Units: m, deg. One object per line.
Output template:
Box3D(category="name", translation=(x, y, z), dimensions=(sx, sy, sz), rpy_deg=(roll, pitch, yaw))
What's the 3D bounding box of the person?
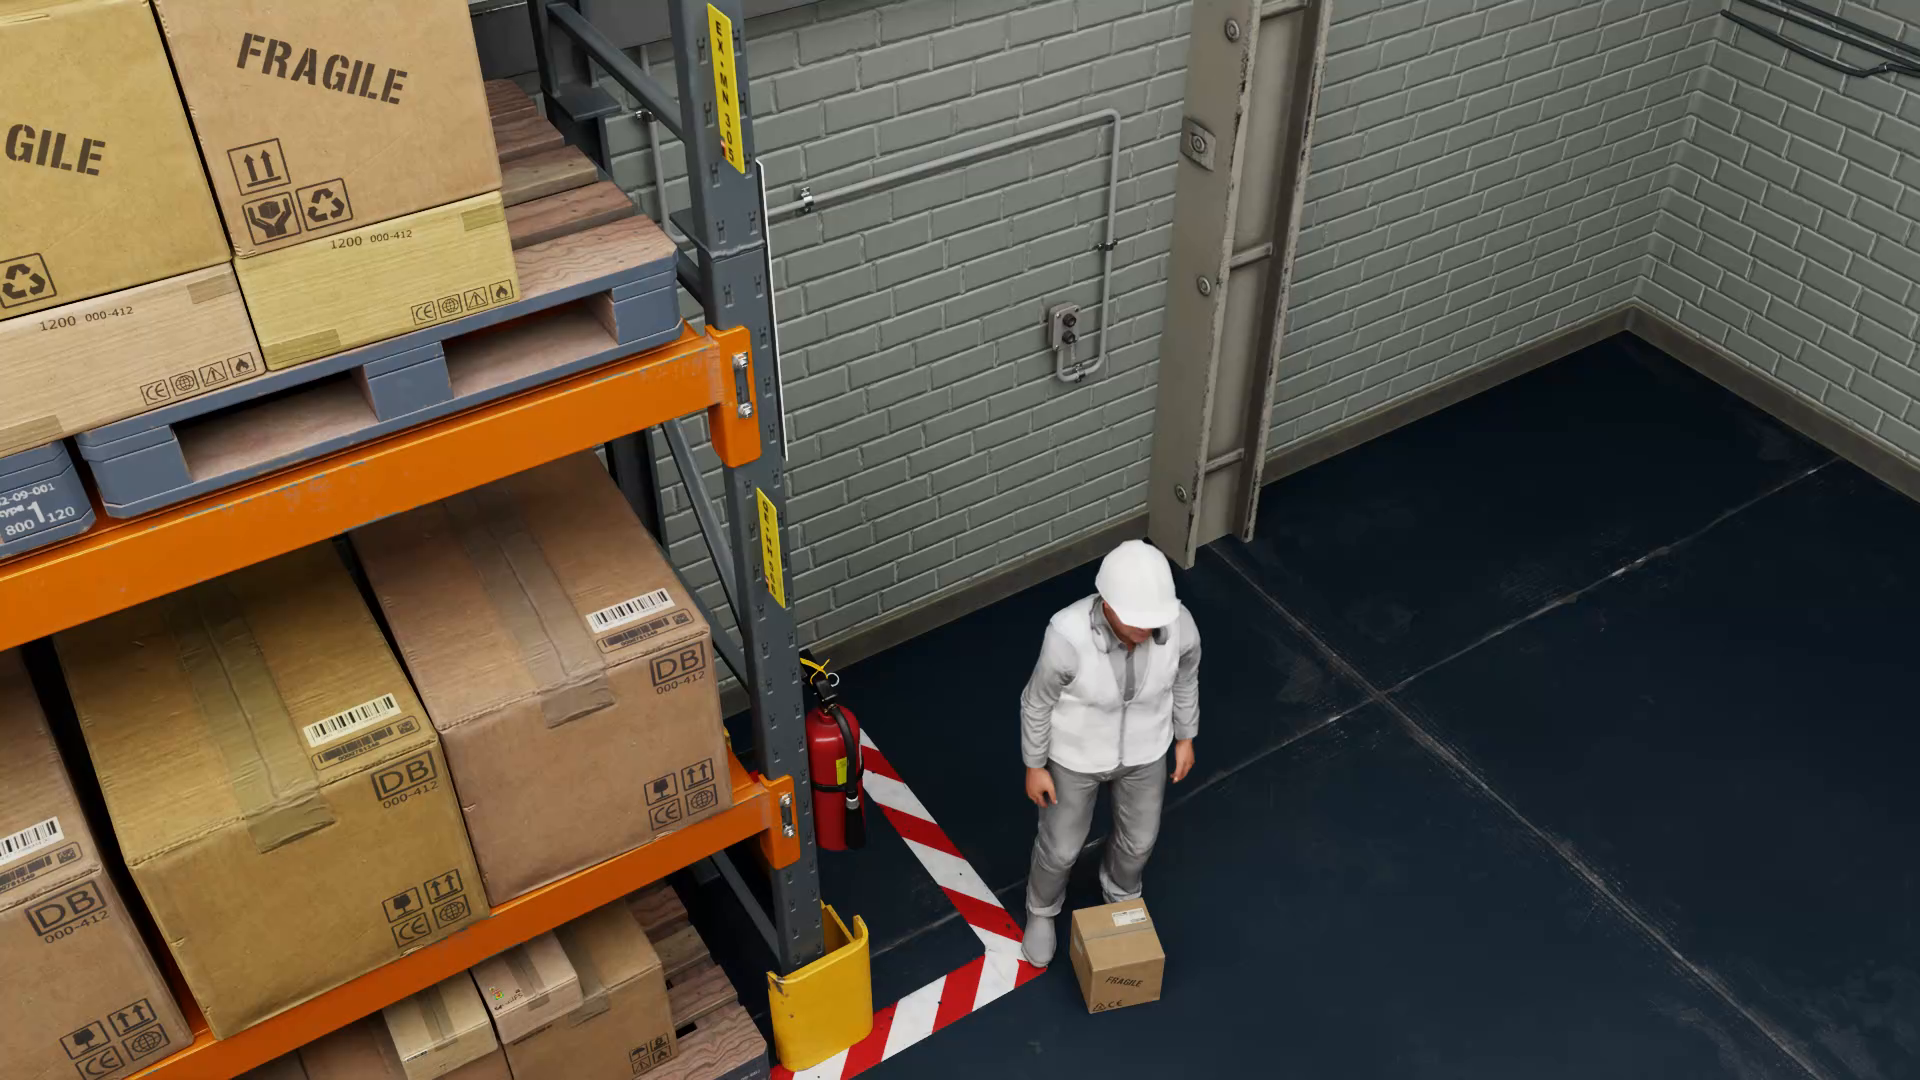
Box3D(category="person", translation=(0.479, 0.671, 5.351), dimensions=(0.589, 1.772, 0.461), rpy_deg=(-9, 41, -10))
